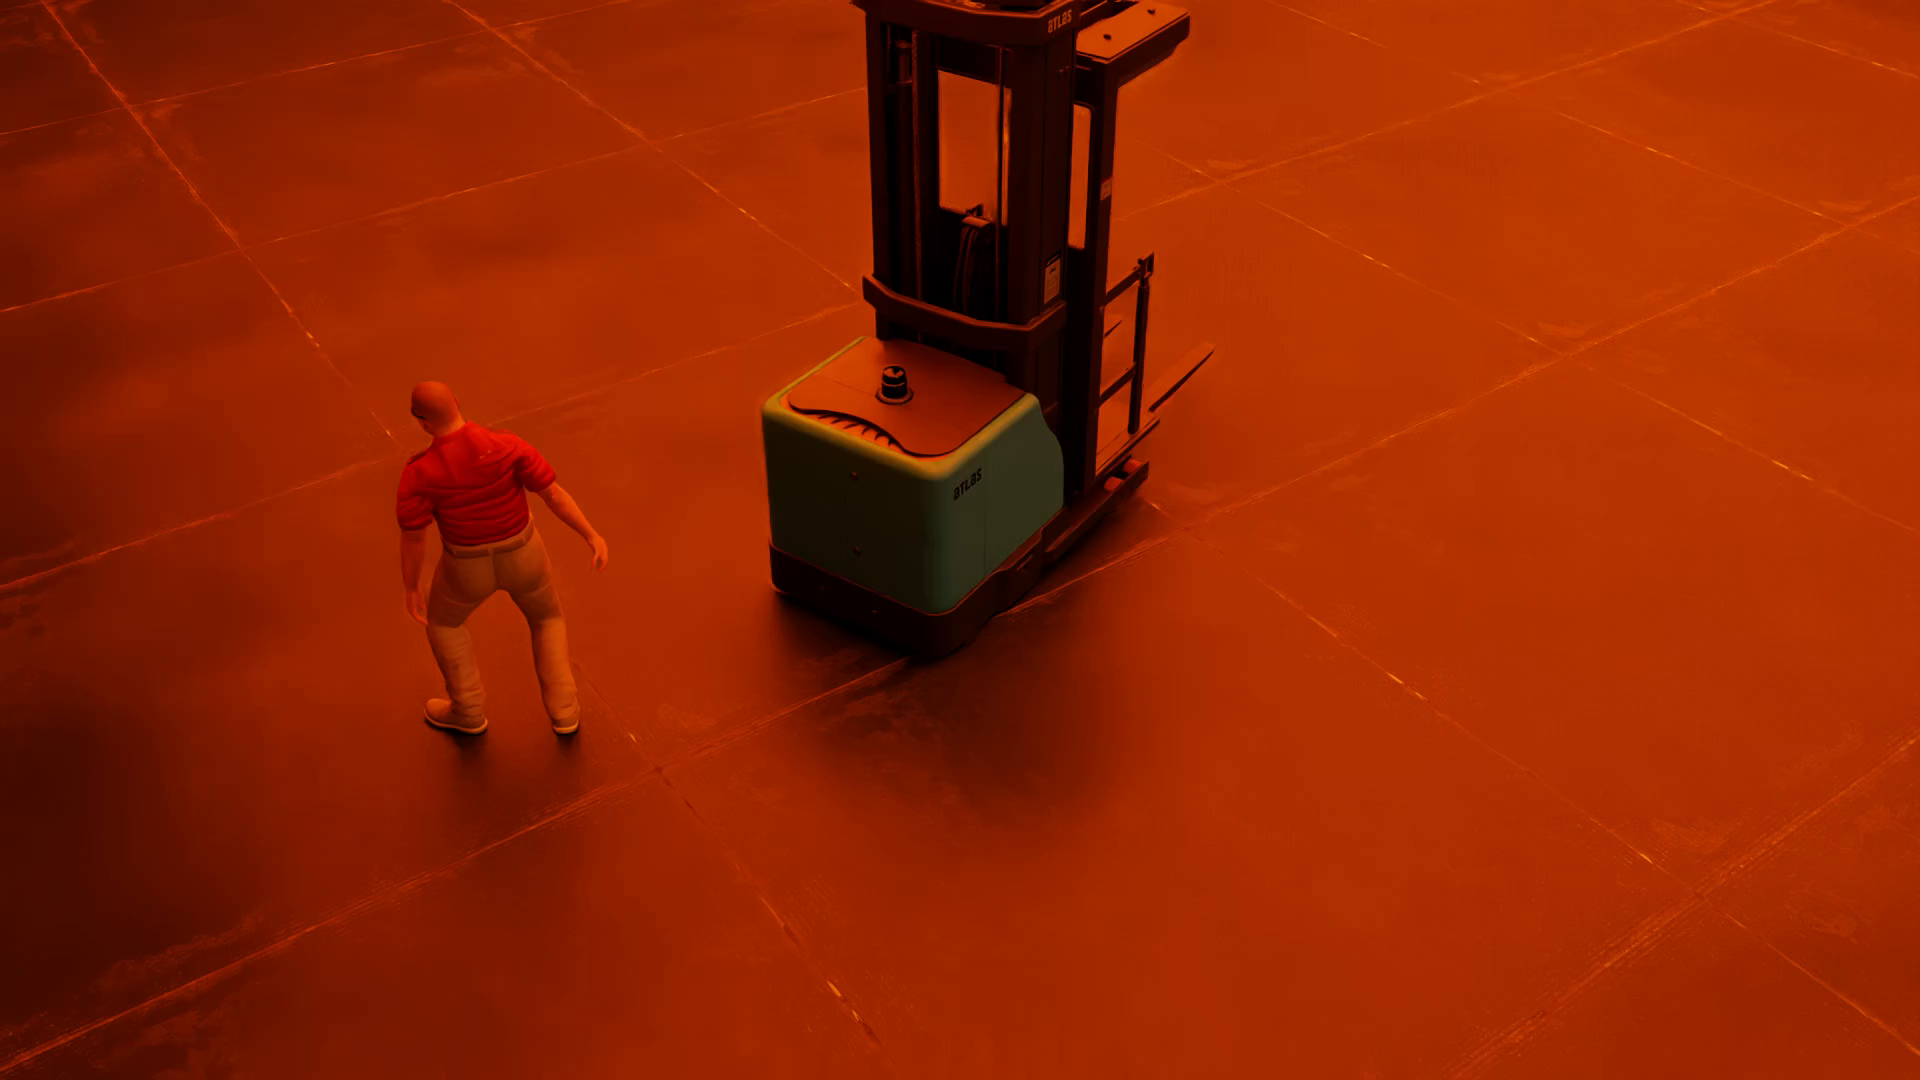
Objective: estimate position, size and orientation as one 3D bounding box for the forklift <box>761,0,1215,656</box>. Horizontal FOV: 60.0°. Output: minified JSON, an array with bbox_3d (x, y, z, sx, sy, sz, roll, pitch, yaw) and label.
[{"bbox_3d":[0.336,-1.485,7.953,1.130,2.935,3.031,22,42,27],"label":"forklift"}]

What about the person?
[{"bbox_3d":[-1.914,0.112,6.911,0.888,1.714,0.494,-10,38,-14],"label":"person"}]
